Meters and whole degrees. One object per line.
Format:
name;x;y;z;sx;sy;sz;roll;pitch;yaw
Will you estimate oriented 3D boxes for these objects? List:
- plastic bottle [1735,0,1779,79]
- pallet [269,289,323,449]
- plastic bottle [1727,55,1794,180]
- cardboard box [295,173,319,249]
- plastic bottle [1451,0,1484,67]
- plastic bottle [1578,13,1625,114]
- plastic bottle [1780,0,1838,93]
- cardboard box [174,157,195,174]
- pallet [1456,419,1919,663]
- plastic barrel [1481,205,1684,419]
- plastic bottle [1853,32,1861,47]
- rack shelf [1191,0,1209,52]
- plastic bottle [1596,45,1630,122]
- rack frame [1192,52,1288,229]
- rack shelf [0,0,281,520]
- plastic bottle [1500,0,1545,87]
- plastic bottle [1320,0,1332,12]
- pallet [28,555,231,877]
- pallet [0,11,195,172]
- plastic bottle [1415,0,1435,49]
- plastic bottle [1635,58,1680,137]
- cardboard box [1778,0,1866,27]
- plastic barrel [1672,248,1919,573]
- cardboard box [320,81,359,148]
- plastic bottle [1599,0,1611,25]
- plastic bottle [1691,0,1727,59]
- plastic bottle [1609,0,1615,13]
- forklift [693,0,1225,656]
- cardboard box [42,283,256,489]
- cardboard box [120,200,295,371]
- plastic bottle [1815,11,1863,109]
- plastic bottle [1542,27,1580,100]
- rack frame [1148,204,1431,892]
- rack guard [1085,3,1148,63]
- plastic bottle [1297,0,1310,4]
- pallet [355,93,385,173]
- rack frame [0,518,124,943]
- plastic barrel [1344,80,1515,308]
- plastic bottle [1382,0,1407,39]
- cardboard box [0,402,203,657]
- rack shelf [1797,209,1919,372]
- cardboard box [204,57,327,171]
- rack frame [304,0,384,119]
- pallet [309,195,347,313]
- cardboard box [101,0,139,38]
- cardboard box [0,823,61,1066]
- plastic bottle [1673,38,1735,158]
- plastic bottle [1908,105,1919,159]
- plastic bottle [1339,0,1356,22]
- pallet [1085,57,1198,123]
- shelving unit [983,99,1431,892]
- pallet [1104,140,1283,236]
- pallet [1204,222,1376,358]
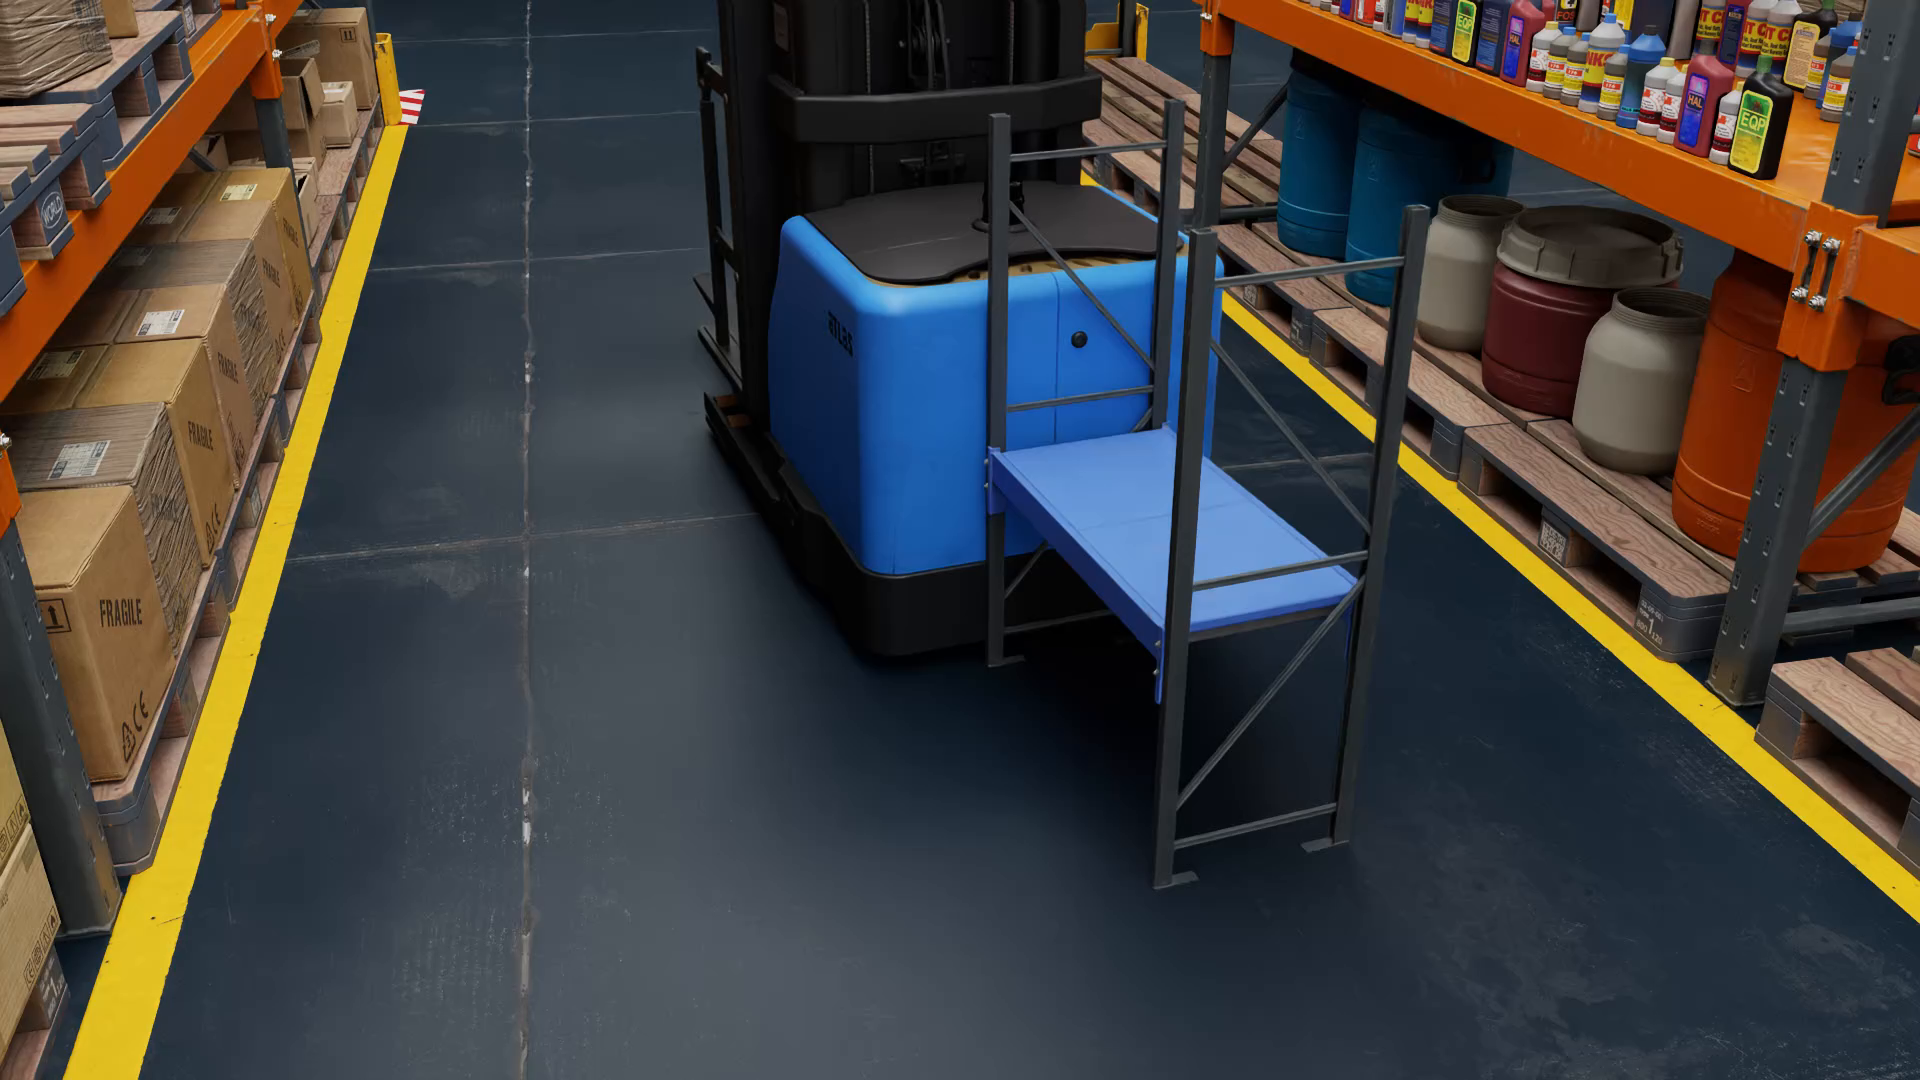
plastic bottle;2.513;-1.594;5.223;0.097;0.271;0.097;0;27;0
pallet;-3.005;-0.626;6.256;1.003;0.211;1.213;-6;27;-12
plastic bottle;1.997;-1.052;4.135;0.061;0.283;0.133;-6;27;-12
cardboard box;-3.109;-1.427;7.243;0.500;0.311;0.500;-6;27;-12
plastic bottle;1.667;-1.693;5.405;0.061;0.283;0.133;-6;27;-12
plastic bottle;1.849;-1.371;4.781;0.097;0.271;0.097;0;27;0
plastic bottle;2.579;-1.508;5.039;0.061;0.283;0.133;-6;27;-12
cardboard box;-3.630;-1.526;7.231;0.500;0.500;0.500;-6;27;-12
pallet;2.285;-0.067;5.148;1.003;0.211;1.213;-6;27;-12
plastic barrel;2.122;-0.789;5.695;0.600;0.588;0.708;-6;27;-12
plastic bottle;2.617;-1.340;4.714;0.152;0.276;0.135;-6;27;-12
rack shelf;1.151;-3.283;9.223;1.077;0.370;4.000;-6;27;-12
plastic bottle;1.871;-1.297;4.712;0.097;0.201;0.097;0;27;0
rack frame;1.602;-2.726;7.321;1.000;3.000;0.127;-6;27;-12
rack shelf;-2.774;-1.025;4.751;1.077;0.370;4.000;-6;27;-12
plastic bottle;1.739;-1.554;5.129;0.061;0.283;0.133;-6;27;-12
plastic bottle;1.439;-2.138;6.377;0.097;0.201;0.097;0;27;0
pallet;-2.455;0.445;4.134;1.003;0.211;1.213;-6;27;-12
pallet;-2.766;-1.236;4.583;1.003;0.211;1.213;-6;27;-12
plastic bottle;1.617;-1.822;5.673;0.097;0.271;0.097;0;27;0
plastic bottle;1.914;-1.212;4.542;0.097;0.201;0.097;0;27;0
cardboard box;5.953;-3.551;10.849;0.875;0.875;0.875;-6;27;-12
plastic barrel;2.377;-0.401;4.659;0.600;0.830;0.708;-6;27;-12
cardboard box;-3.579;-2.315;9.072;0.500;0.250;0.500;-6;27;-12
plastic bottle;2.337;-1.906;5.918;0.097;0.201;0.097;0;27;0
plastic bottle;2.461;-1.696;5.423;0.097;0.271;0.097;0;27;0
plastic bottle;2.308;-1.873;5.774;0.097;0.271;0.097;0;27;0
forklift;-0.272;-1.640;5.246;1.130;2.935;3.031;-9;28;-18
cardboard box;-2.502;-0.456;5.111;0.500;0.500;0.500;-7;28;-13
cardboard box;-2.731;-0.899;5.989;0.500;0.500;0.500;-6;27;-11
plastic bottle;2.558;-1.386;4.809;0.097;0.271;0.097;0;27;0
plastic bottle;1.805;-1.425;4.966;0.097;0.201;0.097;0;27;0
rack frame;0.661;0.068;3.451;0.500;1.500;0.032;-9;28;-18
rack guard;0.682;-3.375;11.382;1.175;0.500;0.348;-6;27;-12
plastic bottle;1.418;-2.268;6.552;0.152;0.276;0.135;-6;27;-12
pallet;-3.929;-2.352;9.676;1.003;0.211;1.213;-6;27;-12
rack frame;-2.323;-0.468;2.849;1.000;3.000;0.127;-6;27;-12
plastic barrel;1.868;-1.425;6.607;0.600;0.901;0.708;-6;27;-12
plastic bottle;1.596;-1.920;5.863;0.152;0.276;0.135;-6;27;-12
cardboard box;-2.271;-0.007;4.221;0.500;0.500;0.500;-7;28;-13
rack shelf;2.954;0.229;2.265;1.077;0.370;4.000;-6;27;-12
cardboard box;-3.653;-2.131;8.424;0.797;0.503;0.637;-6;27;-12
rack frame;-4.126;-3.980;9.807;1.000;3.000;0.127;-6;27;-12
pallet;-3.379;-1.281;7.554;1.003;0.211;1.213;-6;27;-12
cardboard box;-2.766;-1.687;4.687;0.700;0.500;0.500;-13;30;-25
cardboard box;-1.967;0.778;2.965;0.500;0.250;0.500;-5;27;-10
plastic bottle;1.945;-1.153;4.335;0.061;0.283;0.133;-6;27;-12
plastic bottle;2.573;-1.122;4.281;0.152;0.276;0.135;-6;27;-12
plastic bottle;1.469;-2.079;6.170;0.061;0.283;0.133;-6;27;-12
pallet;0.849;-2.871;10.704;1.003;0.211;1.213;-6;27;-12
shelving unit;0.484;-0.147;3.876;0.538;1.500;1.048;-9;28;-18
pallet;1.398;-1.800;8.581;1.003;0.211;1.213;-6;27;-12
pallet;1.735;-1.138;7.270;1.003;0.211;1.213;-6;27;-12
